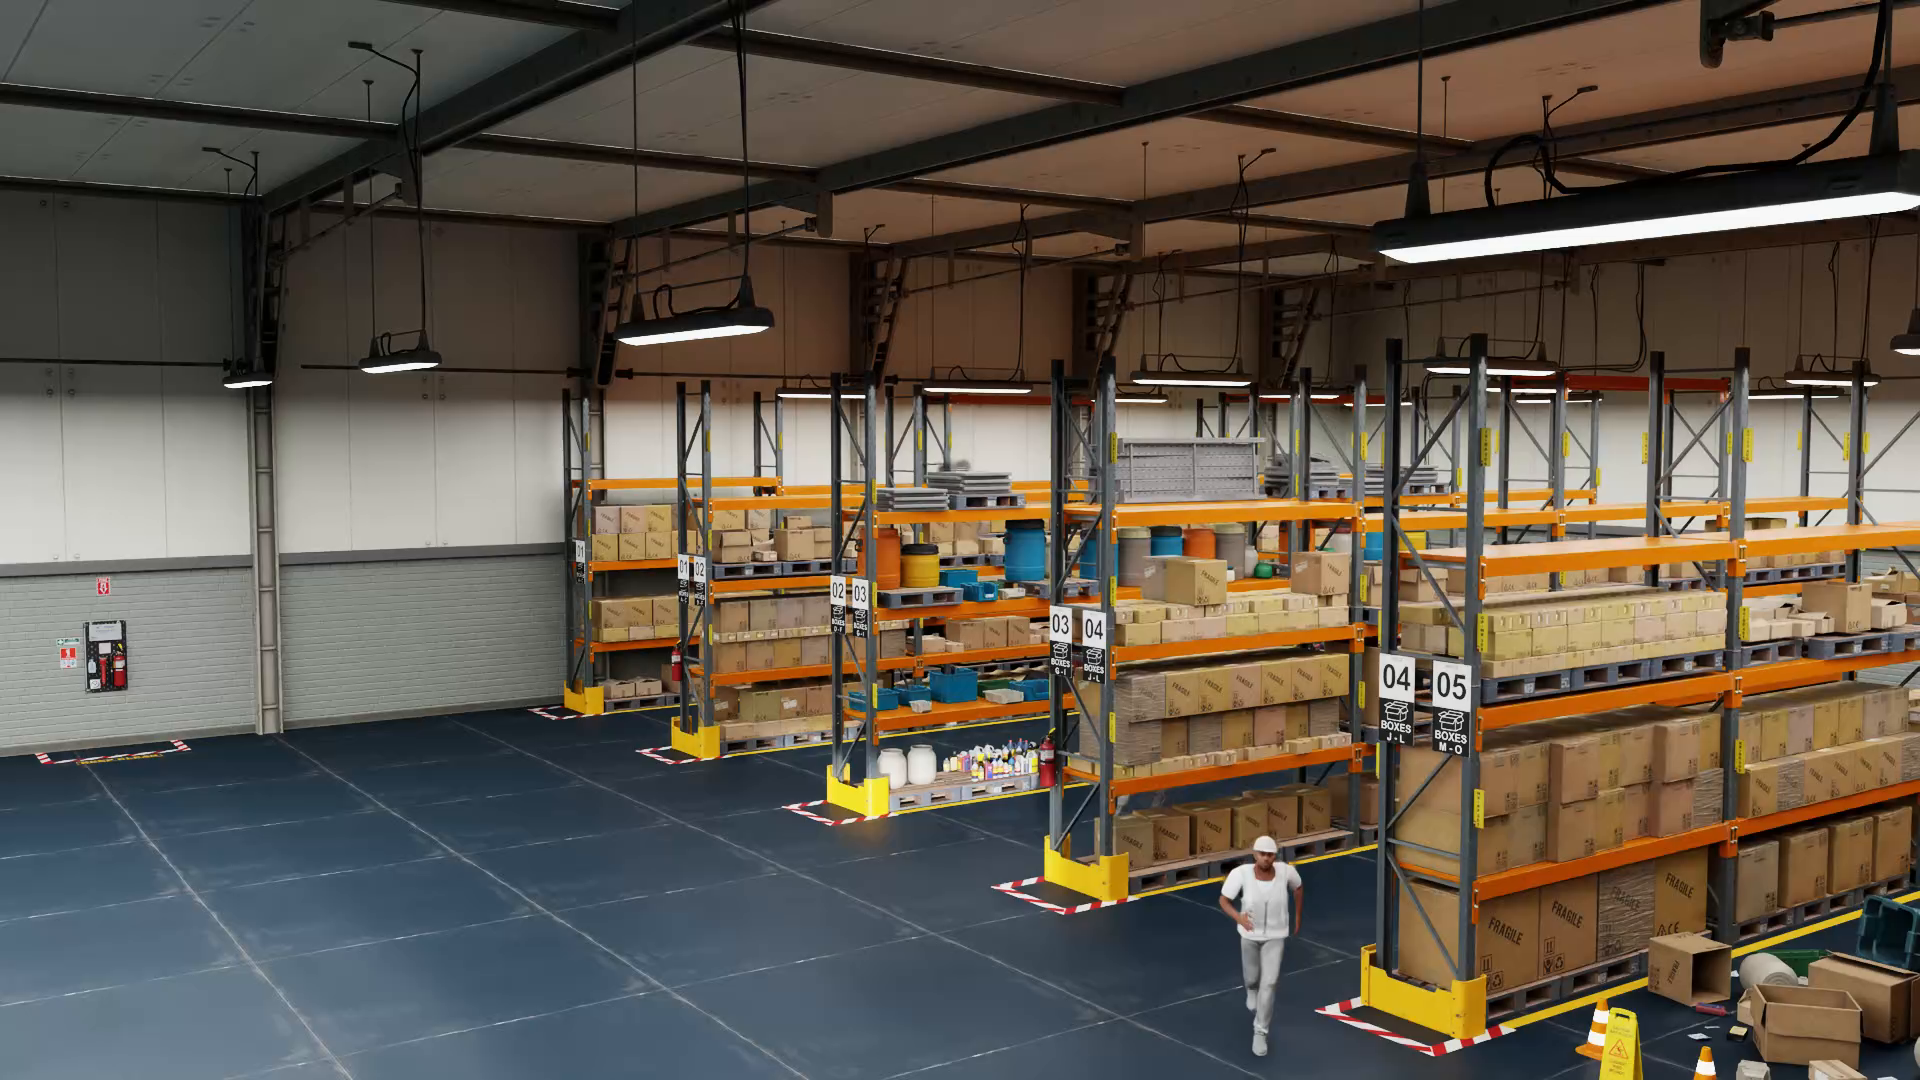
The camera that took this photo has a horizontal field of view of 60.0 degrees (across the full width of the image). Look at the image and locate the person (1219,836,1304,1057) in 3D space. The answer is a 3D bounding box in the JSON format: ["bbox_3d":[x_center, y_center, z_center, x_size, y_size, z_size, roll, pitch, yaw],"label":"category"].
[{"bbox_3d":[2.576,3.372,14.208,0.726,1.757,1.019,0,4,6],"label":"person"}]

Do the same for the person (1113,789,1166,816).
[{"bbox_3d":[2.406,2.816,22.423,0.653,1.798,0.888,4,5,44],"label":"person"}]
